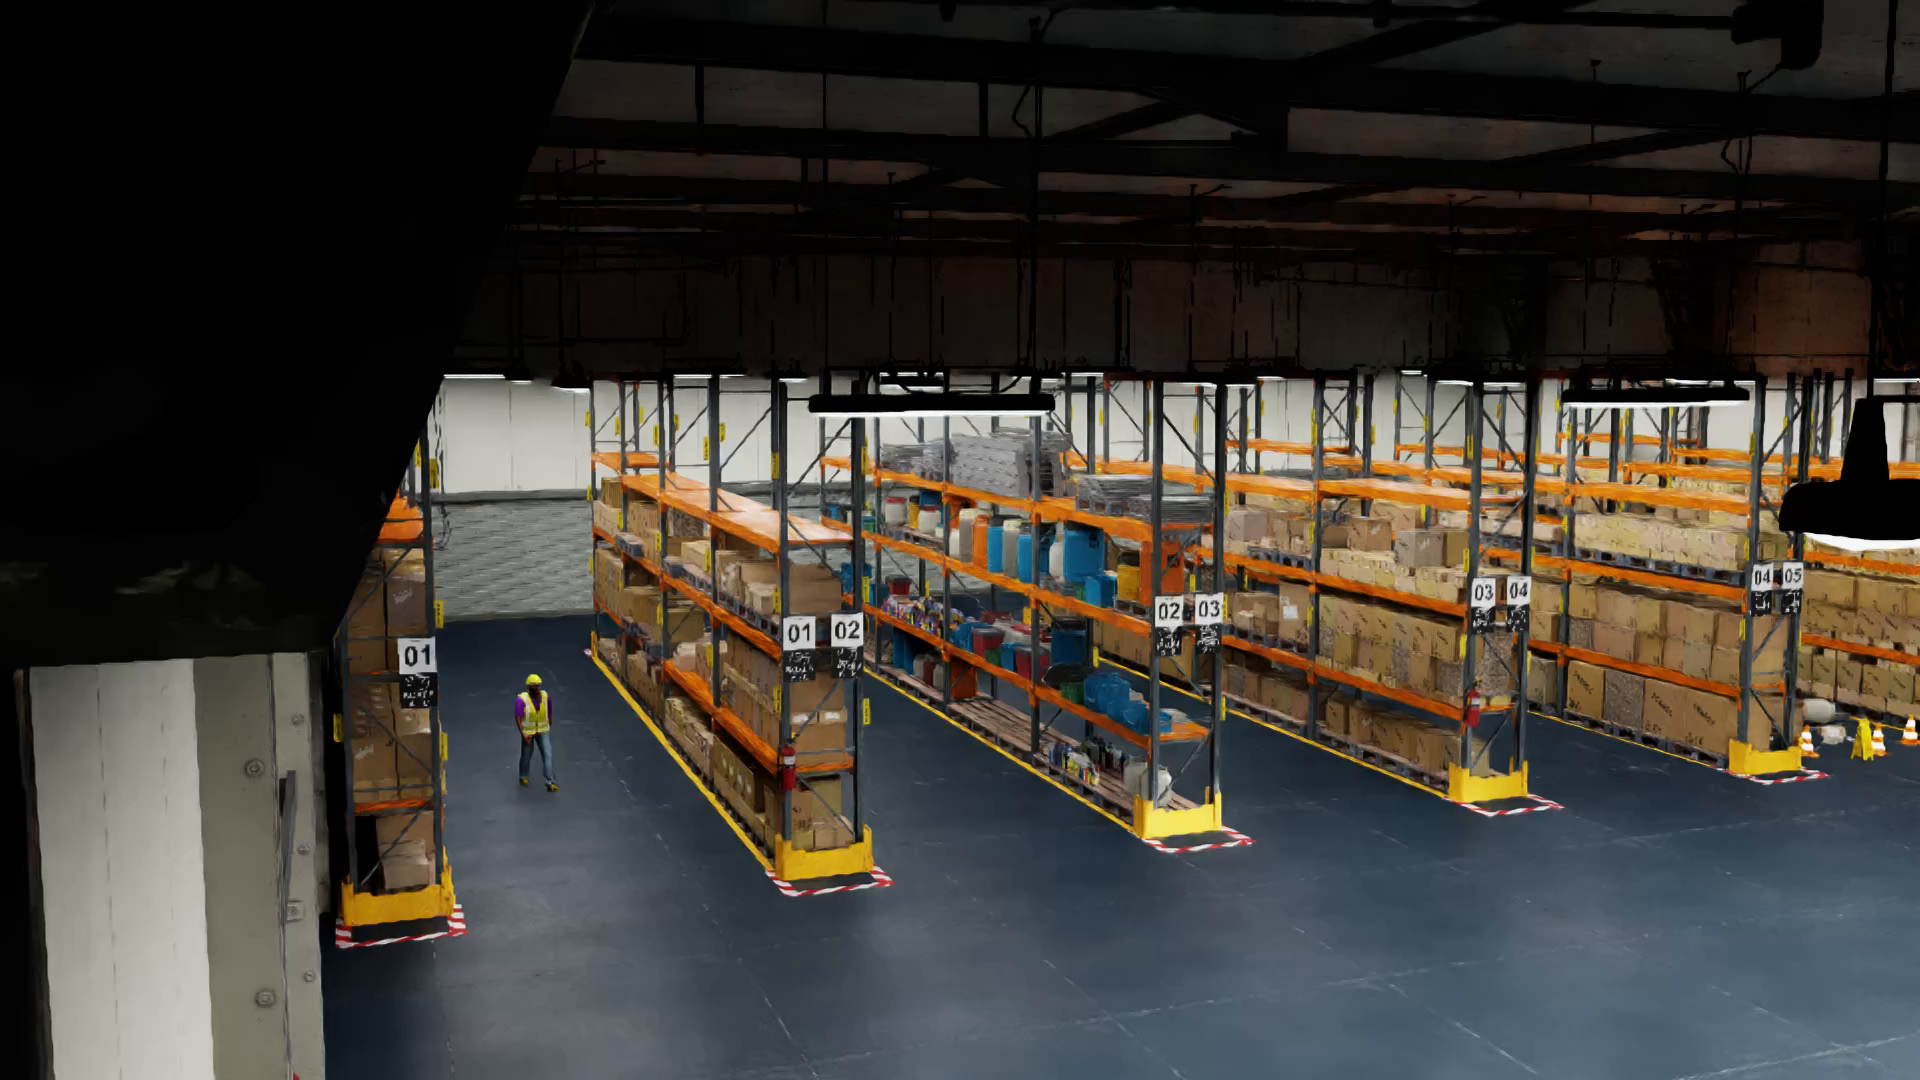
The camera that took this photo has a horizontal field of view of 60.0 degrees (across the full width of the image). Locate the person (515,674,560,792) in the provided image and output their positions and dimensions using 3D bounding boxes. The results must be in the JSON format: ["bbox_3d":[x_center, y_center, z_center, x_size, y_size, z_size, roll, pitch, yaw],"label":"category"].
[{"bbox_3d":[-6.178,2.783,24.147,0.571,1.708,1.033,-3,7,-28],"label":"person"}]

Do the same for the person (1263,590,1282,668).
[{"bbox_3d":[6.082,1.786,33.502,0.495,1.589,1.086,-2,7,-18],"label":"person"}]
